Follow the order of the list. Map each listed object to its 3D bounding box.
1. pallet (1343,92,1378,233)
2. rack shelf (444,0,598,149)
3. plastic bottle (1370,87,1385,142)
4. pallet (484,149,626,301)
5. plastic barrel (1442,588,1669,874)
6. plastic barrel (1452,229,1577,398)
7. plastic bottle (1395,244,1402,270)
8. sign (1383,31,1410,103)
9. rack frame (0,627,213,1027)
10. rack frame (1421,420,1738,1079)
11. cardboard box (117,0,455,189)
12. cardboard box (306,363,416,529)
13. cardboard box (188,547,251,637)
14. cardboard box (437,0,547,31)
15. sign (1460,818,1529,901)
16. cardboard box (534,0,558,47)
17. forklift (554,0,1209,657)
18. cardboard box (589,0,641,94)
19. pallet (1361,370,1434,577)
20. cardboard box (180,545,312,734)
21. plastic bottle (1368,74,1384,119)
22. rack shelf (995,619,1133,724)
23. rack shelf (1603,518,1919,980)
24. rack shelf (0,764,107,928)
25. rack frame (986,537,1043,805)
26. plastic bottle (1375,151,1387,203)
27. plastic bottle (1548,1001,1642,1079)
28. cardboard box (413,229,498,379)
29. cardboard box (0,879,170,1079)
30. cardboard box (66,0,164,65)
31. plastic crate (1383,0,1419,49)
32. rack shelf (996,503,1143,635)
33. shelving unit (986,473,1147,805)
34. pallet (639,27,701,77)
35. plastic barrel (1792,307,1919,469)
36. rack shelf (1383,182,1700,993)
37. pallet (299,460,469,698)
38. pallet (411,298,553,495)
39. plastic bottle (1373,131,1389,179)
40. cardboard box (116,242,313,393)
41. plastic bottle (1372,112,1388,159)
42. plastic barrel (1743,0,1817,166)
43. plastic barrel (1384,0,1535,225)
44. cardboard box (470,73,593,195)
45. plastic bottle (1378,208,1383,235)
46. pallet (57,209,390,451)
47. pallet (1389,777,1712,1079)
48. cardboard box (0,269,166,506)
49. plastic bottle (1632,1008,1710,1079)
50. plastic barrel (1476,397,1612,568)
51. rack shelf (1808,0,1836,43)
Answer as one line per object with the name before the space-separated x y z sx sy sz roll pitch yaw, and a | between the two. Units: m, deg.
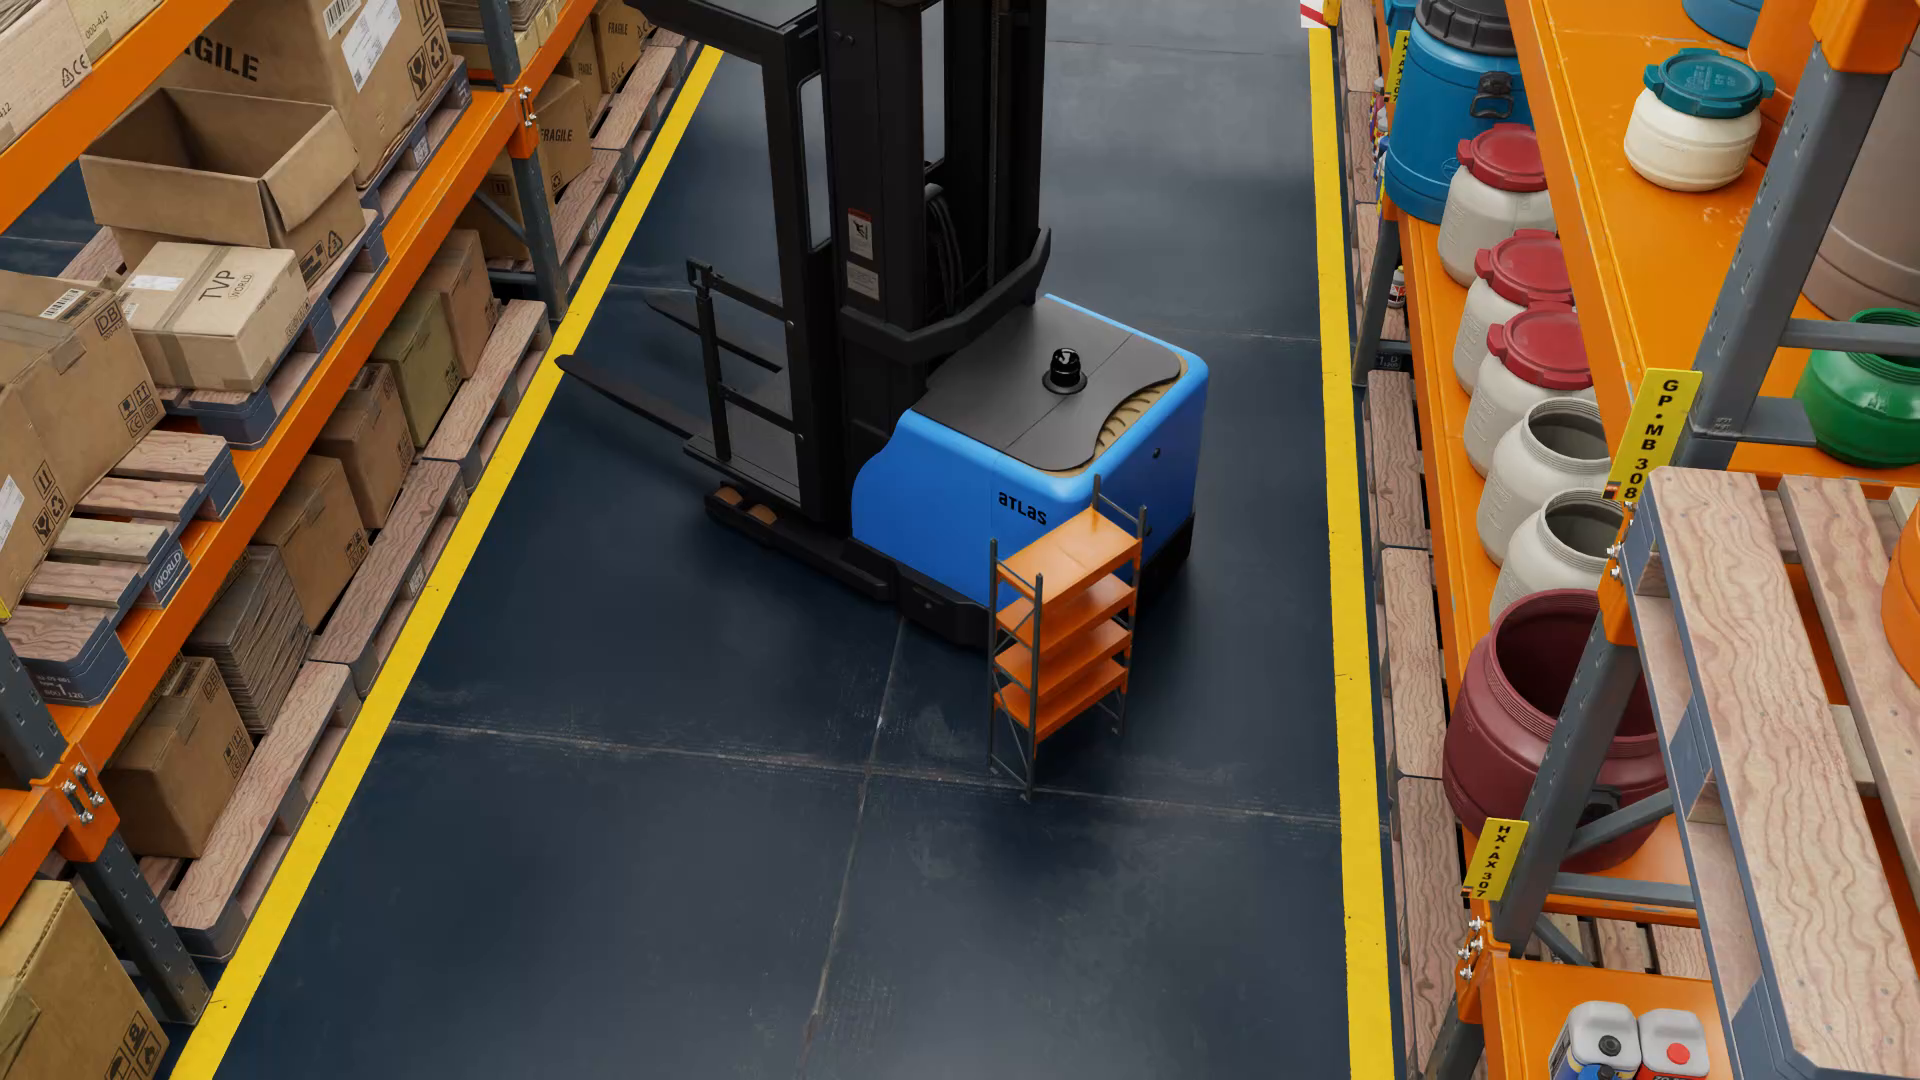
pallet | 2.689 -2.101 9.337 1.003 0.211 1.213 5 44 6
rack shelf | -2.245 -3.378 9.181 1.077 0.370 4.000 5 44 6
plastic bottle | 2.333 -2.365 9.244 0.061 0.283 0.133 6 44 6
pallet | -2.455 -1.724 8.940 1.003 0.211 1.213 5 44 6
plastic barrel | 1.633 0.507 4.456 0.600 0.536 0.708 5 44 6
plastic barrel | 1.960 -0.743 5.776 0.433 0.535 0.433 0 43 0
plastic bottle | 2.137 -1.357 8.179 0.061 0.283 0.133 7 44 8
sign | 1.857 -1.984 6.984 0.100 0.325 0.005 5 44 6
rack frame | -3.038 0.450 4.615 1.000 3.000 0.127 5 44 6
rack frame | 1.872 0.900 4.140 1.000 3.000 0.127 5 44 6
cardboard box | -2.753 -2.118 6.585 1.000 1.000 1.000 6 44 6
cardboard box | -2.767 -0.407 7.018 0.700 0.500 0.500 2 43 2
cardboard box | -2.919 0.104 5.933 0.500 0.250 0.500 10 44 10
cardboard box | -2.388 -2.721 7.676 0.875 0.500 0.500 5 44 6
sign | 1.325 0.796 4.131 0.100 0.325 0.005 5 44 6
cardboard box | -2.136 -2.473 7.885 0.380 0.149 0.250 5 44 6
forklift | -0.502 -1.319 6.533 3.031 2.935 1.130 27 50 25
cardboard box | -2.226 -2.987 9.758 0.500 0.500 0.500 9 44 9
pallet | 2.335 -0.274 7.409 1.003 0.211 1.213 5 44 6
cardboard box | -2.908 0.360 6.208 0.700 0.500 0.500 2 43 2
plastic bottle | 2.381 -2.514 9.410 0.097 0.271 0.097 0 43 0
rack shelf | 0.368 0.429 6.045 0.480 0.148 0.258 -32 52 -29
rack shelf | 1.607 1.435 1.916 1.077 0.370 4.000 5 44 6
rack shelf | -3.302 2.074 3.423 1.077 0.370 4.000 5 44 6
rack frame | 0.186 0.491 5.881 0.015 1.200 0.240 -32 52 -29
plastic bottle | 2.293 -1.923 8.782 0.152 0.276 0.135 6 44 6
plastic bottle | 1.494 1.211 3.902 0.152 0.276 0.135 5 44 6
cardboard box | -2.611 -1.112 7.763 0.700 0.500 0.500 2 43 2
cardboard box | -3.150 1.538 4.707 1.225 0.875 0.875 3 44 4
cardboard box | -2.597 -1.583 4.690 0.500 0.250 0.500 6 44 6
plastic crate | 2.278 -2.551 7.892 0.499 0.251 0.616 5 44 6
rack shelf | 0.368 0.094 5.728 0.480 0.148 0.258 -32 52 -29
shelving unit | 0.368 0.380 5.999 0.503 1.200 0.258 -32 52 -29
pallet | -2.133 -3.387 10.696 1.003 0.211 1.213 5 44 6
plastic barrel | 1.854 -0.305 3.344 0.294 0.245 0.294 0 43 0
rack shelf | 2.136 -0.201 5.827 1.077 0.370 4.000 5 44 6
pallet | -2.769 0.101 7.012 1.003 0.211 1.213 5 44 6
pallet | -2.610 -0.733 7.892 1.003 0.211 1.213 5 44 6
plastic bottle | 2.295 -2.074 8.945 0.097 0.271 0.097 0 43 0
cardboard box | -2.588 -0.769 5.707 0.500 0.250 0.500 4 44 4
plastic bottle | 2.322 -2.212 9.091 0.097 0.271 0.097 0 43 0
plastic barrel | 2.282 -1.331 4.002 0.600 0.830 0.708 5 44 6
plastic barrel | 2.049 -1.772 6.597 0.600 0.901 0.708 5 44 6
cardboard box | -2.348 -2.181 8.906 0.500 0.500 0.500 19 46 19
plastic bottle | 2.206 -1.710 8.552 0.061 0.283 0.133 8 44 8
pallet | -2.817 -0.833 6.110 1.003 0.211 1.213 5 44 6
pallet | 2.013 1.388 5.652 1.003 0.211 1.213 5 44 6
cardboard box | -3.031 -0.500 5.240 0.700 0.500 0.500 11 45 12
plastic bottle | 1.645 1.225 3.887 0.152 0.276 0.135 5 44 6
plastic barrel | 1.852 -0.148 5.165 0.421 0.512 0.421 0 43 0
rack shelf | 2.136 -2.235 3.901 1.077 0.370 4.000 5 44 6
